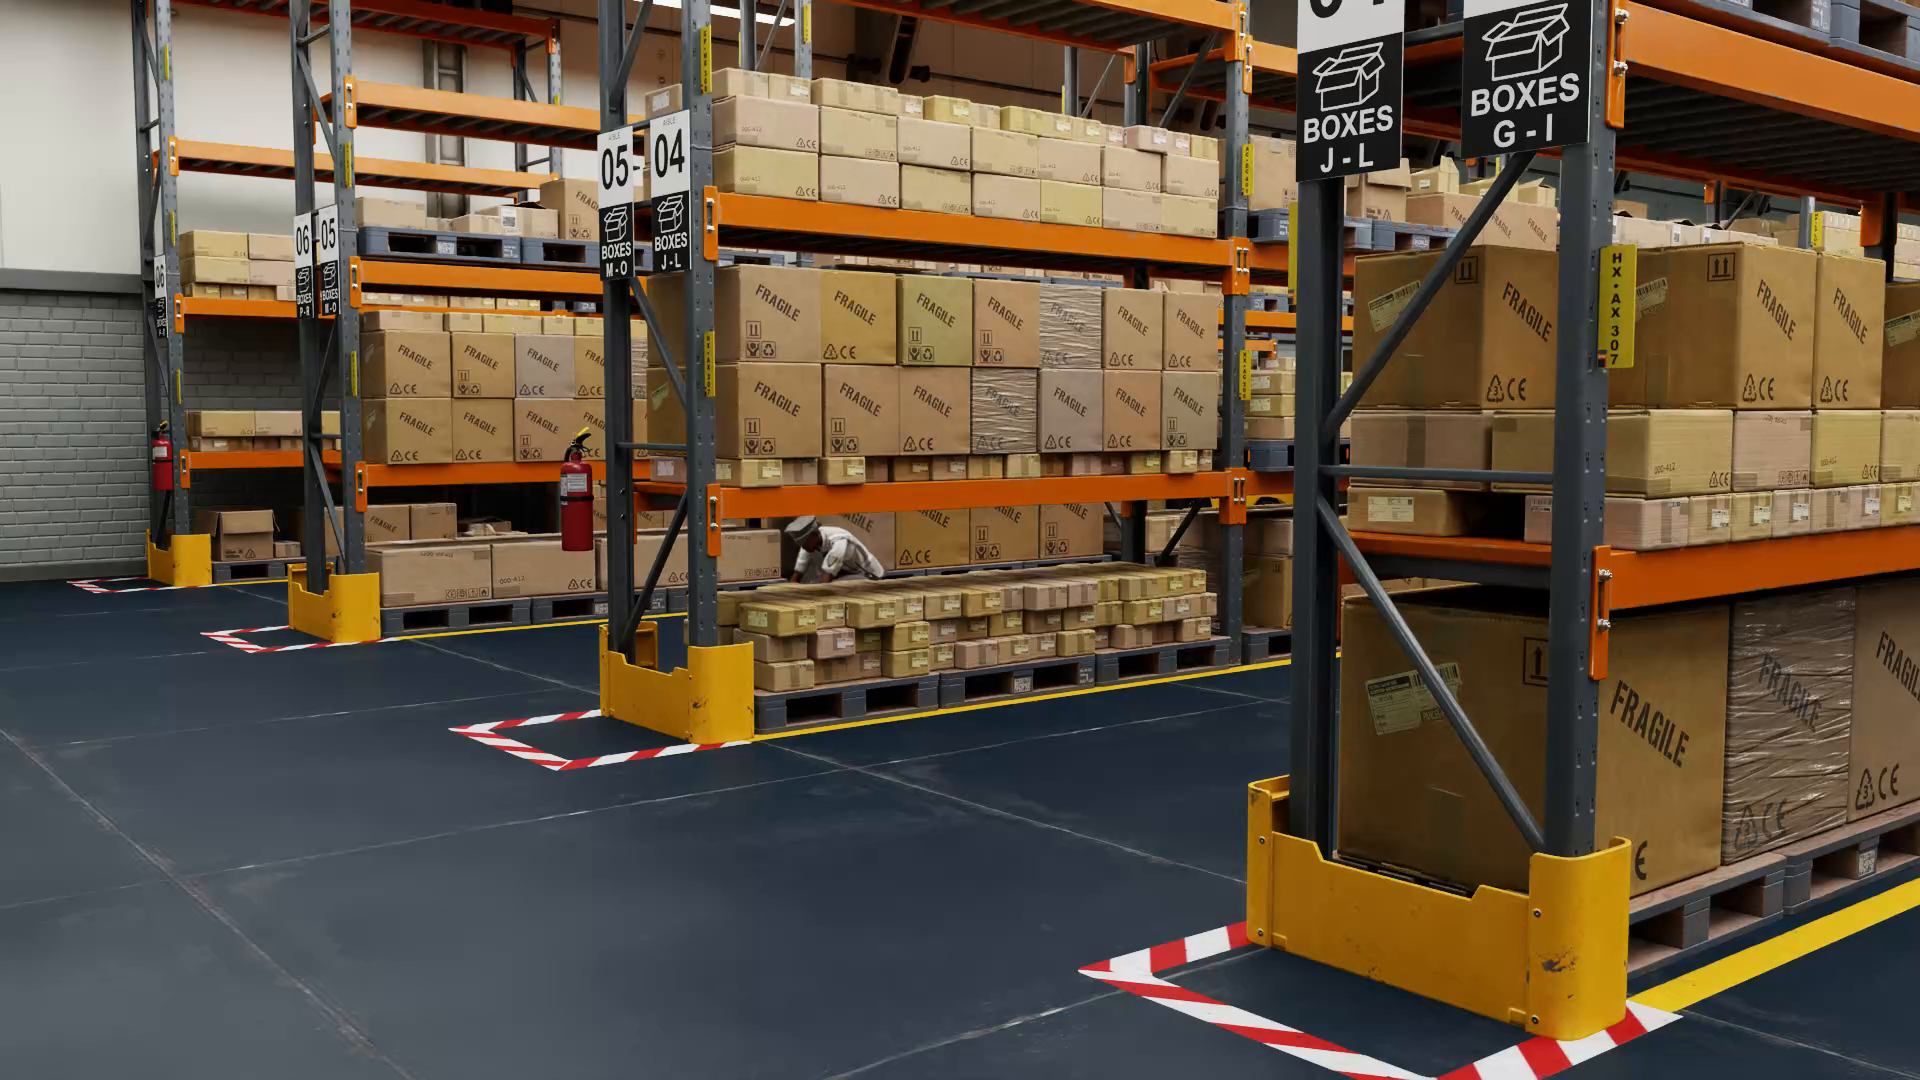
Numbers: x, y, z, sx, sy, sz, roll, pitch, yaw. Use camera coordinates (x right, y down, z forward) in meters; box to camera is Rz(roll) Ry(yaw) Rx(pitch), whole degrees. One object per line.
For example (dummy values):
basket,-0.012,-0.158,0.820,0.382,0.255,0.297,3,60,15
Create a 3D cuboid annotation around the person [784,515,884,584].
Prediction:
person,-0.944,0.279,12.215,0.838,0.968,0.483,-4,6,-39
